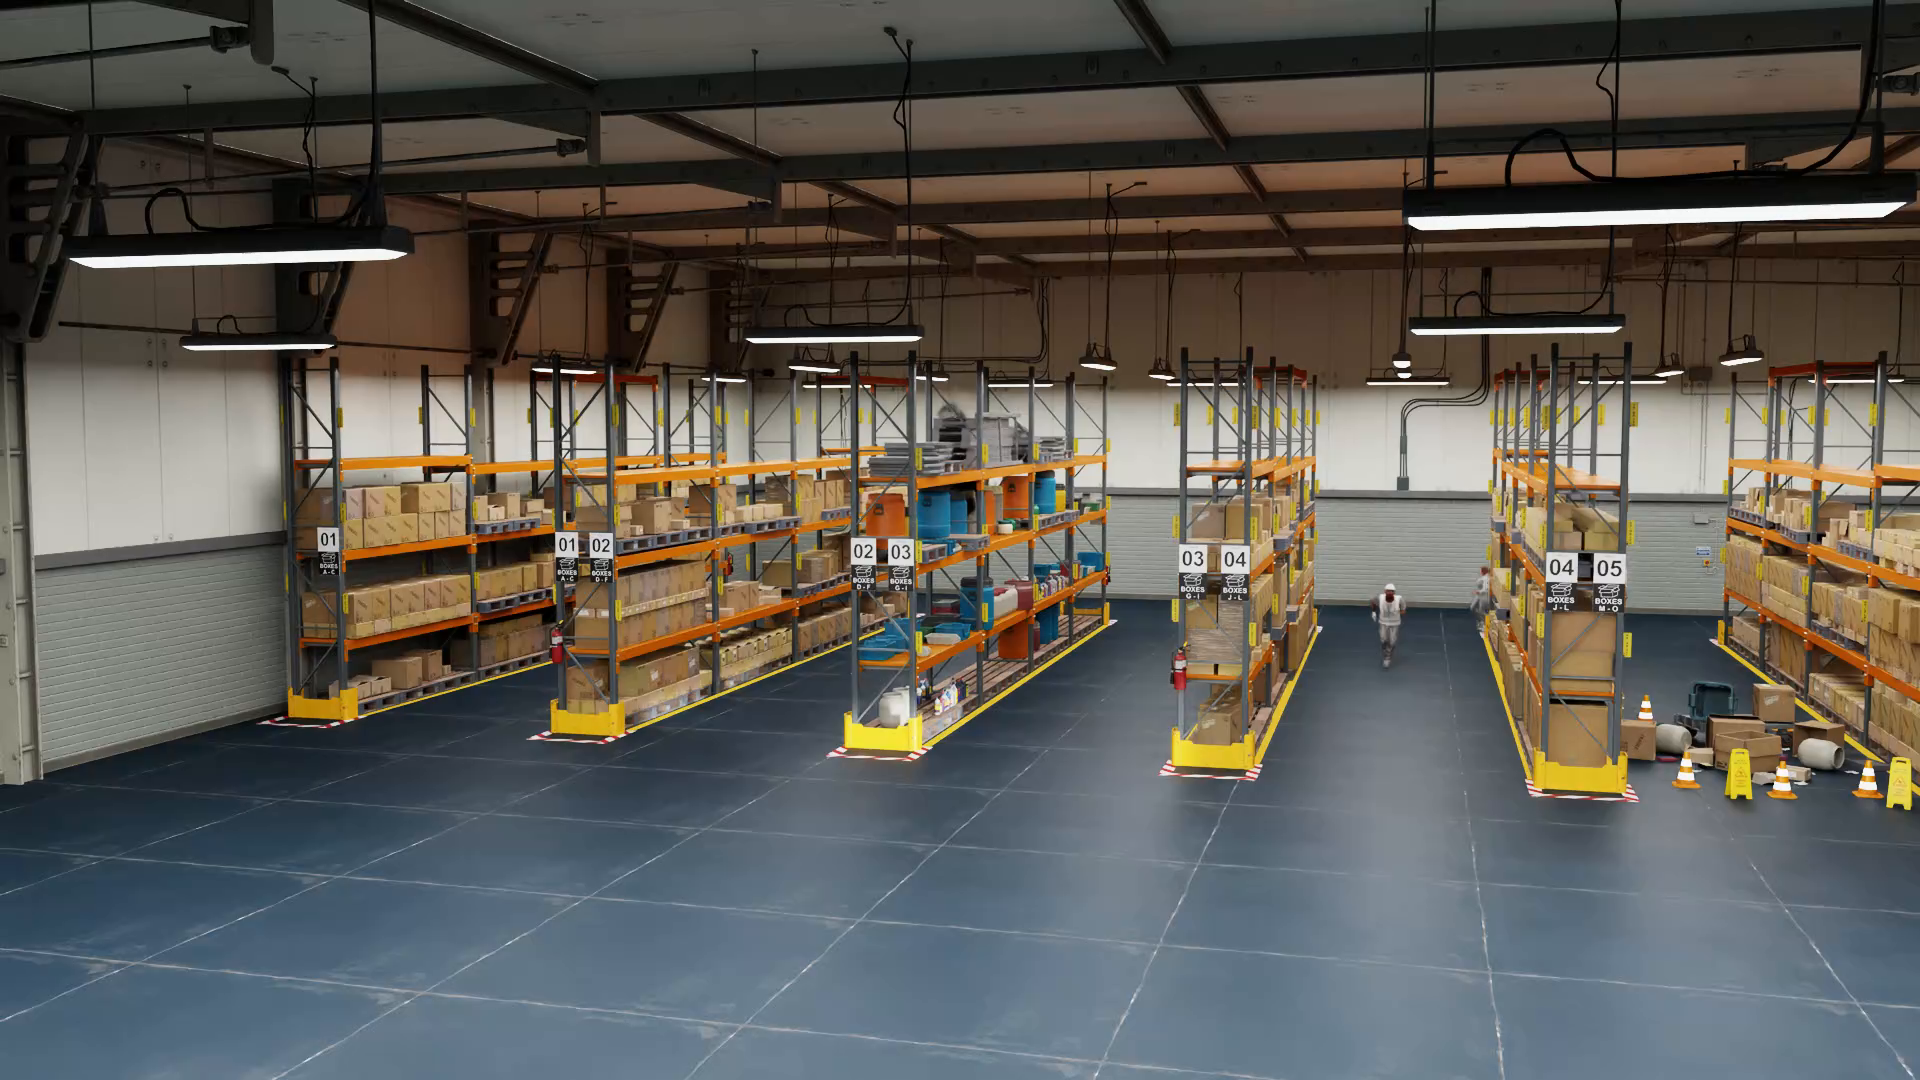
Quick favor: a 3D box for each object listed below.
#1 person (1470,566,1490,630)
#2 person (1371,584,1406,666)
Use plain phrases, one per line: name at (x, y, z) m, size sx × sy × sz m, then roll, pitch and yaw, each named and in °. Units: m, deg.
person at (12.216, 1.363, 38.923) m, size 0.573 × 1.557 × 0.572 m, roll 0°, pitch 4°, yaw -2°
person at (8.576, 1.709, 33.296) m, size 0.669 × 1.698 × 0.749 m, roll 1°, pitch 4°, yaw 11°
